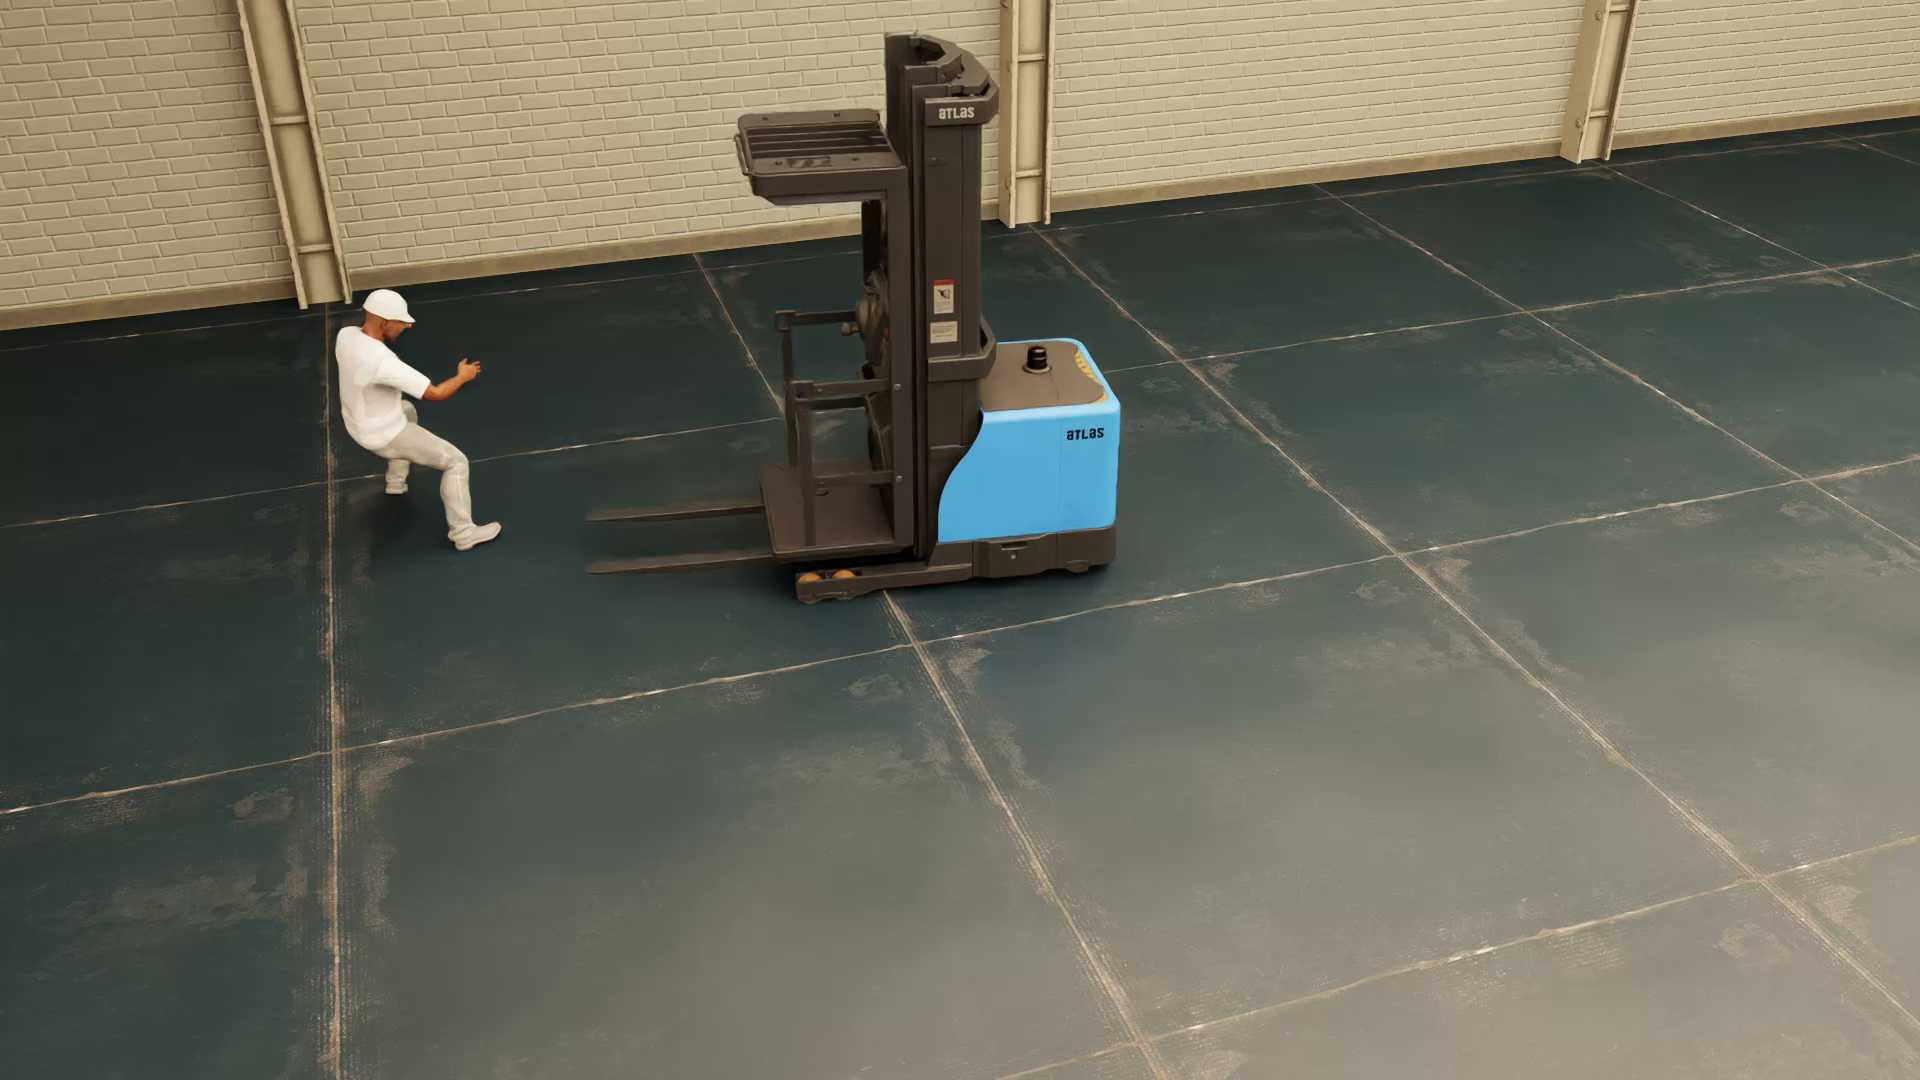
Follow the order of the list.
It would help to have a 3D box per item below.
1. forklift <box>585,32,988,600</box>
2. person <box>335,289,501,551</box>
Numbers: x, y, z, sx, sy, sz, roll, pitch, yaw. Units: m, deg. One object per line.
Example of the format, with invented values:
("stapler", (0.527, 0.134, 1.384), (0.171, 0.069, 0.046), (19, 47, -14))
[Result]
("forklift", (-0.661, -1.198, 9.170), (3.031, 2.935, 1.121), (-5, 30, -9))
("person", (-3.264, -0.799, 9.885), (0.766, 1.534, 1.037), (-23, 37, -34))
